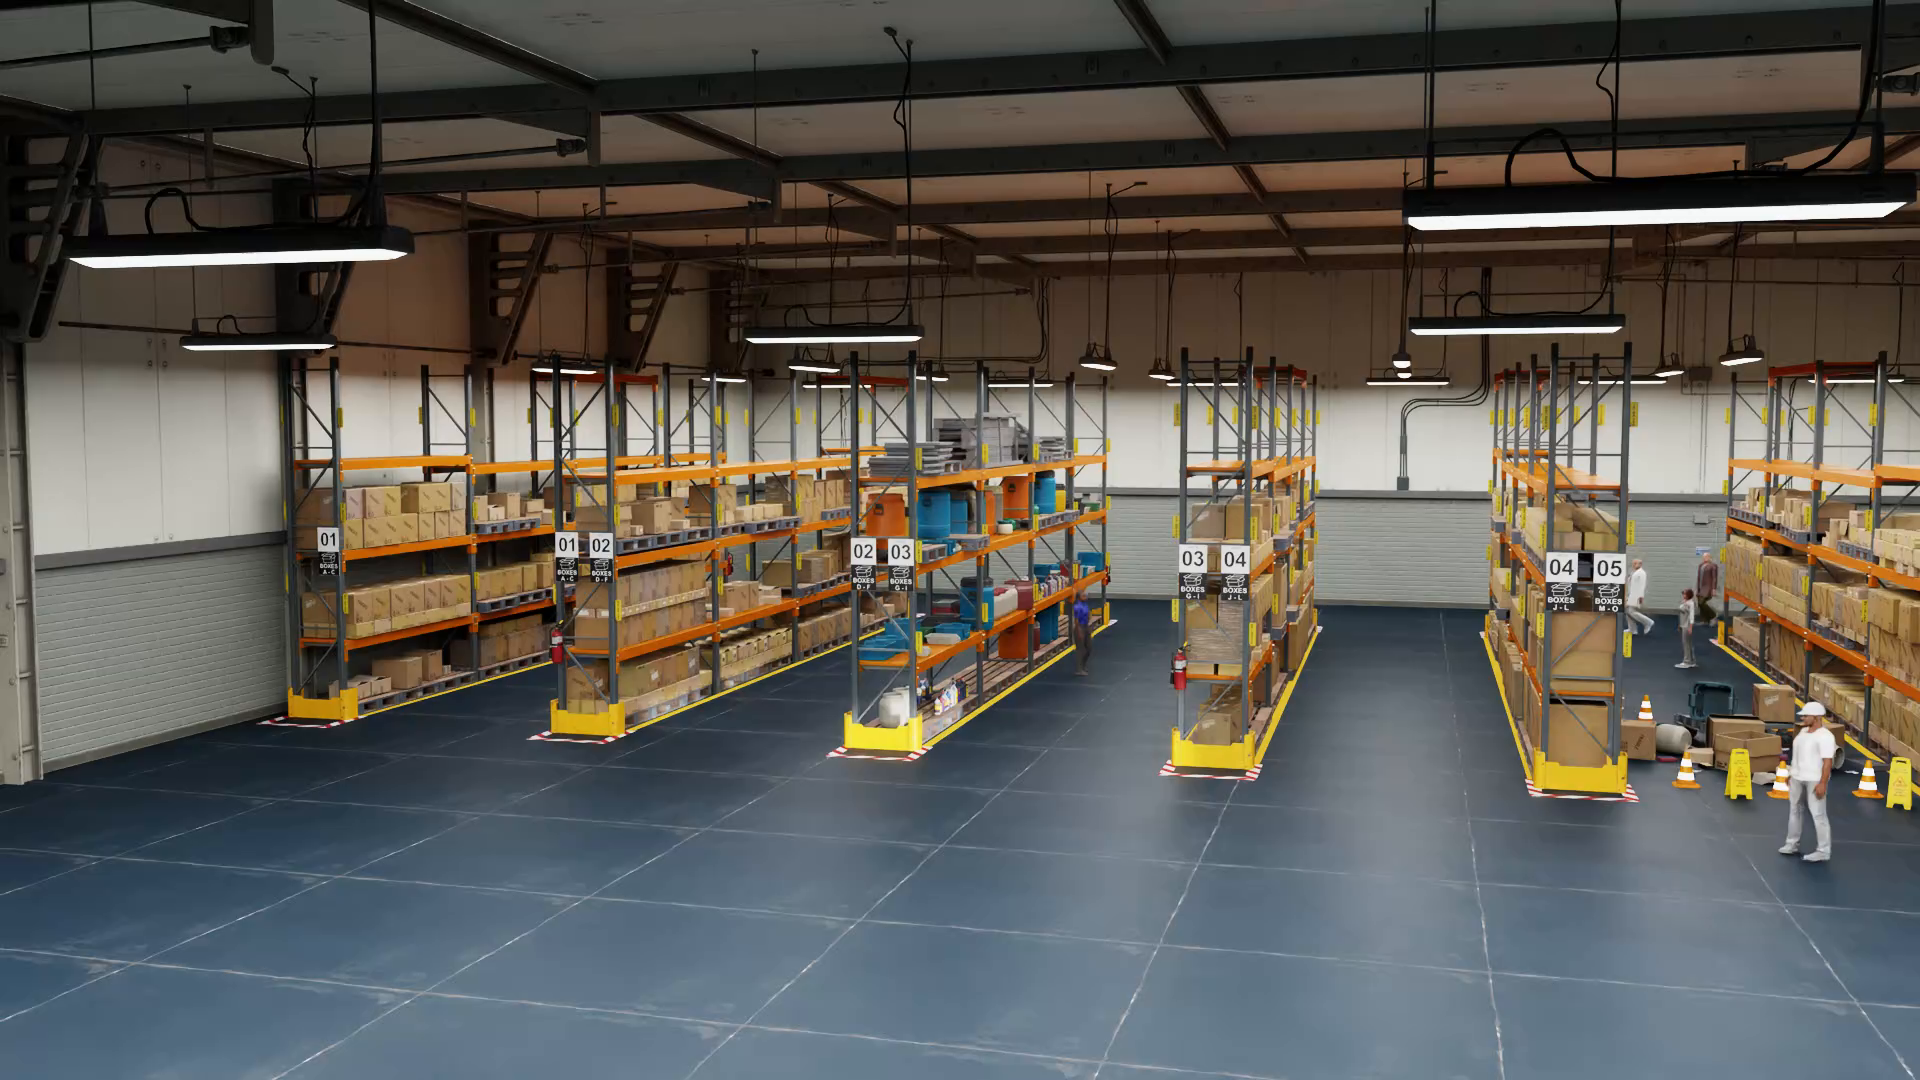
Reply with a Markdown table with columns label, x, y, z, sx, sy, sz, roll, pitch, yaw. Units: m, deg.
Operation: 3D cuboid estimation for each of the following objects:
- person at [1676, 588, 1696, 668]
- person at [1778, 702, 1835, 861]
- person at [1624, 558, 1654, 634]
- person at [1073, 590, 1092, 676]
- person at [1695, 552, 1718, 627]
| label | x | y | z | sx | sy | sz | roll | pitch | yaw |
| --- | --- | --- | --- | --- | --- | --- | --- | --- | --- |
| person | 14.588 | 1.762 | 33.365 | 0.378 | 1.601 | 0.454 | 2 | 5 | 23 |
| person | 9.653 | 2.723 | 18.965 | 0.483 | 1.764 | 0.629 | -1 | 4 | -18 |
| person | 15.606 | 1.346 | 38.293 | 0.684 | 1.663 | 0.584 | 1 | 4 | 13 |
| person | 2.408 | 1.799 | 32.334 | 0.411 | 1.680 | 0.558 | 2 | 5 | 30 |
| person | 17.825 | 1.177 | 39.769 | 0.523 | 1.776 | 0.597 | 0 | 4 | -5 |
